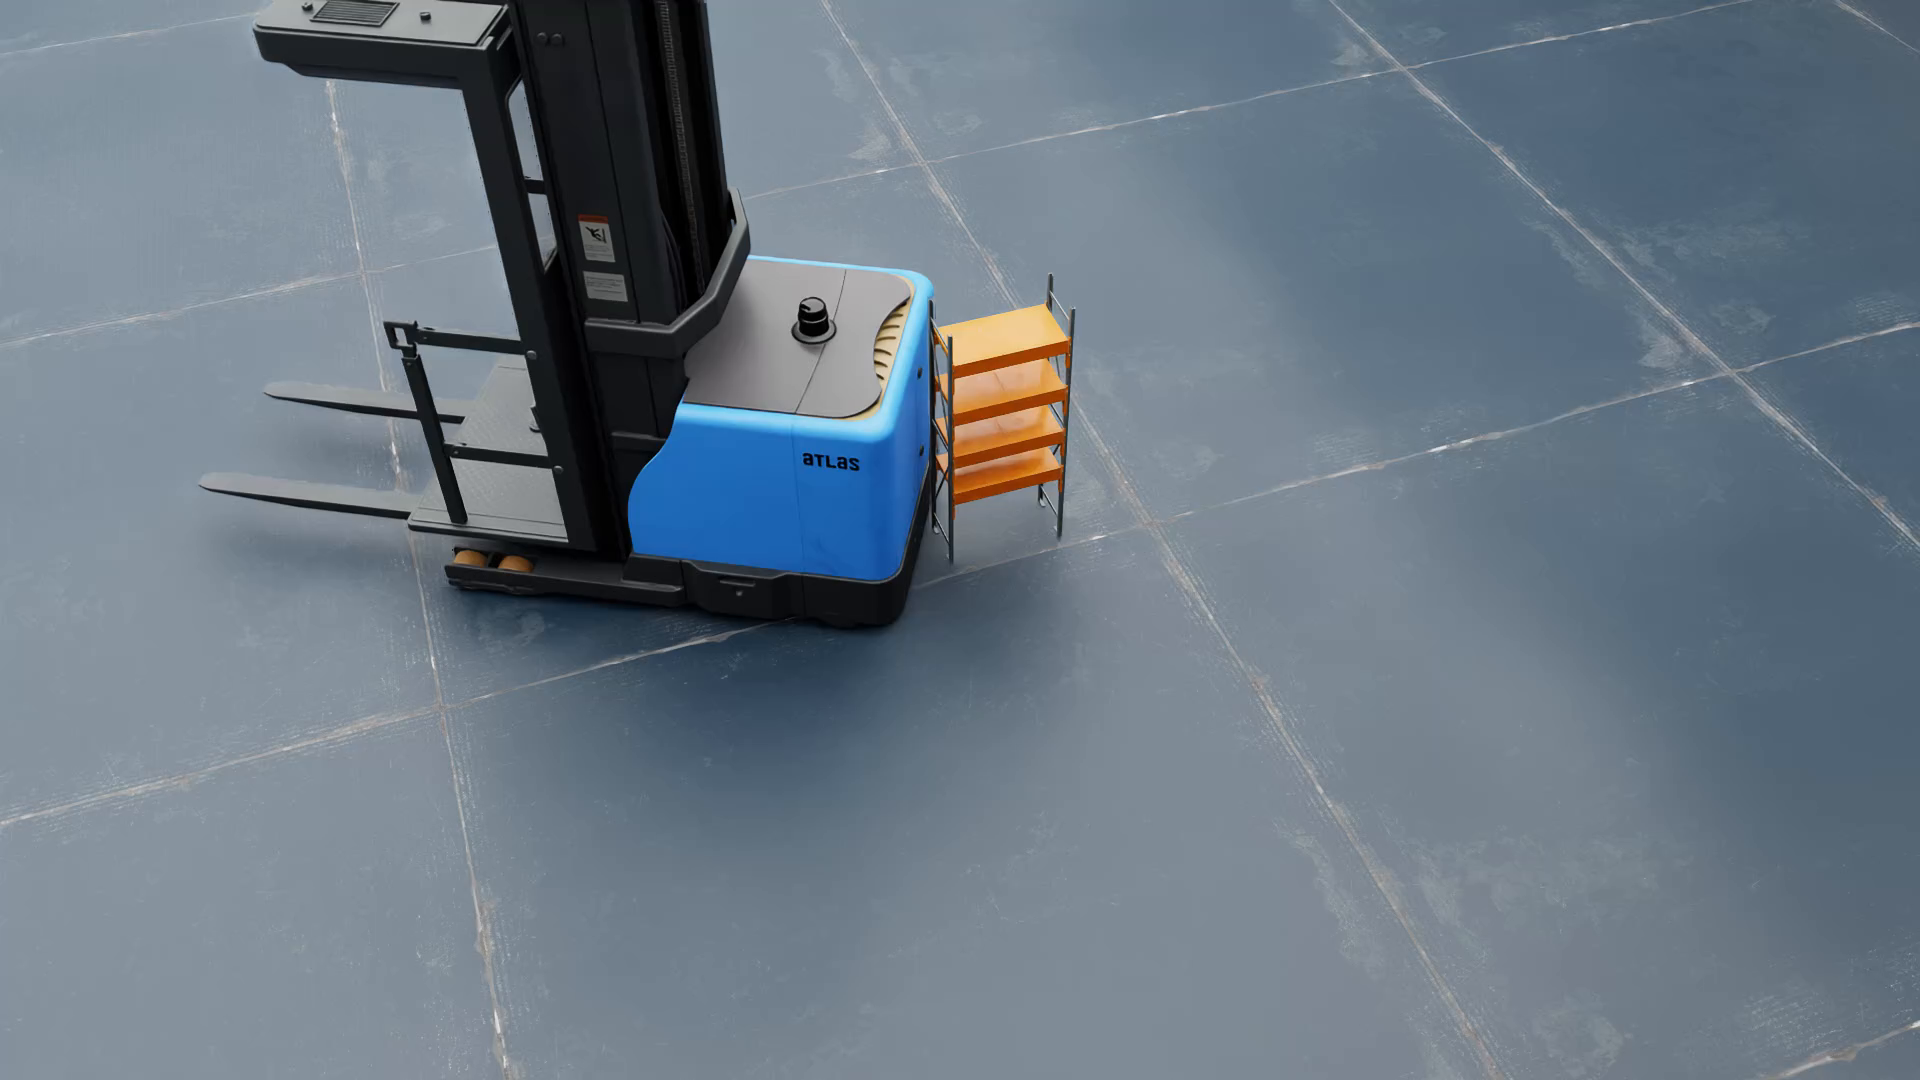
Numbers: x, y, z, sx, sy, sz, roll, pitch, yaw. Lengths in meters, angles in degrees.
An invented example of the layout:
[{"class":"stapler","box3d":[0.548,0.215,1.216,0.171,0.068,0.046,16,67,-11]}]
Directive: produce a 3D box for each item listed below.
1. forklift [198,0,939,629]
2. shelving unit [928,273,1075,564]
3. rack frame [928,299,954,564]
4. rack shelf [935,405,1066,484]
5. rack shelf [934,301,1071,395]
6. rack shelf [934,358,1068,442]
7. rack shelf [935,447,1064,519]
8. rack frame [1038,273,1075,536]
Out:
[{"class":"forklift","box3d":[-1.653,-1.172,6.158,3.031,2.935,1.130,6,45,6]},{"class":"shelving unit","box3d":[0.156,-0.463,6.674,0.503,1.200,0.258,-14,47,-14]},{"class":"rack frame","box3d":[-0.074,-0.405,6.616,0.015,1.200,0.240,-14,47,-14]},{"class":"rack shelf","box3d":[0.156,-0.416,6.722,0.480,0.148,0.258,-14,47,-14]},{"class":"rack shelf","box3d":[0.156,-0.741,6.396,0.480,0.148,0.258,-14,47,-14]},{"class":"rack shelf","box3d":[0.156,-0.574,6.563,0.480,0.148,0.258,-14,47,-14]},{"class":"rack shelf","box3d":[0.156,-0.276,6.862,0.480,0.148,0.258,-14,47,-14]},{"class":"rack frame","box3d":[0.385,-0.522,6.732,0.015,1.200,0.240,-14,47,-14]}]
